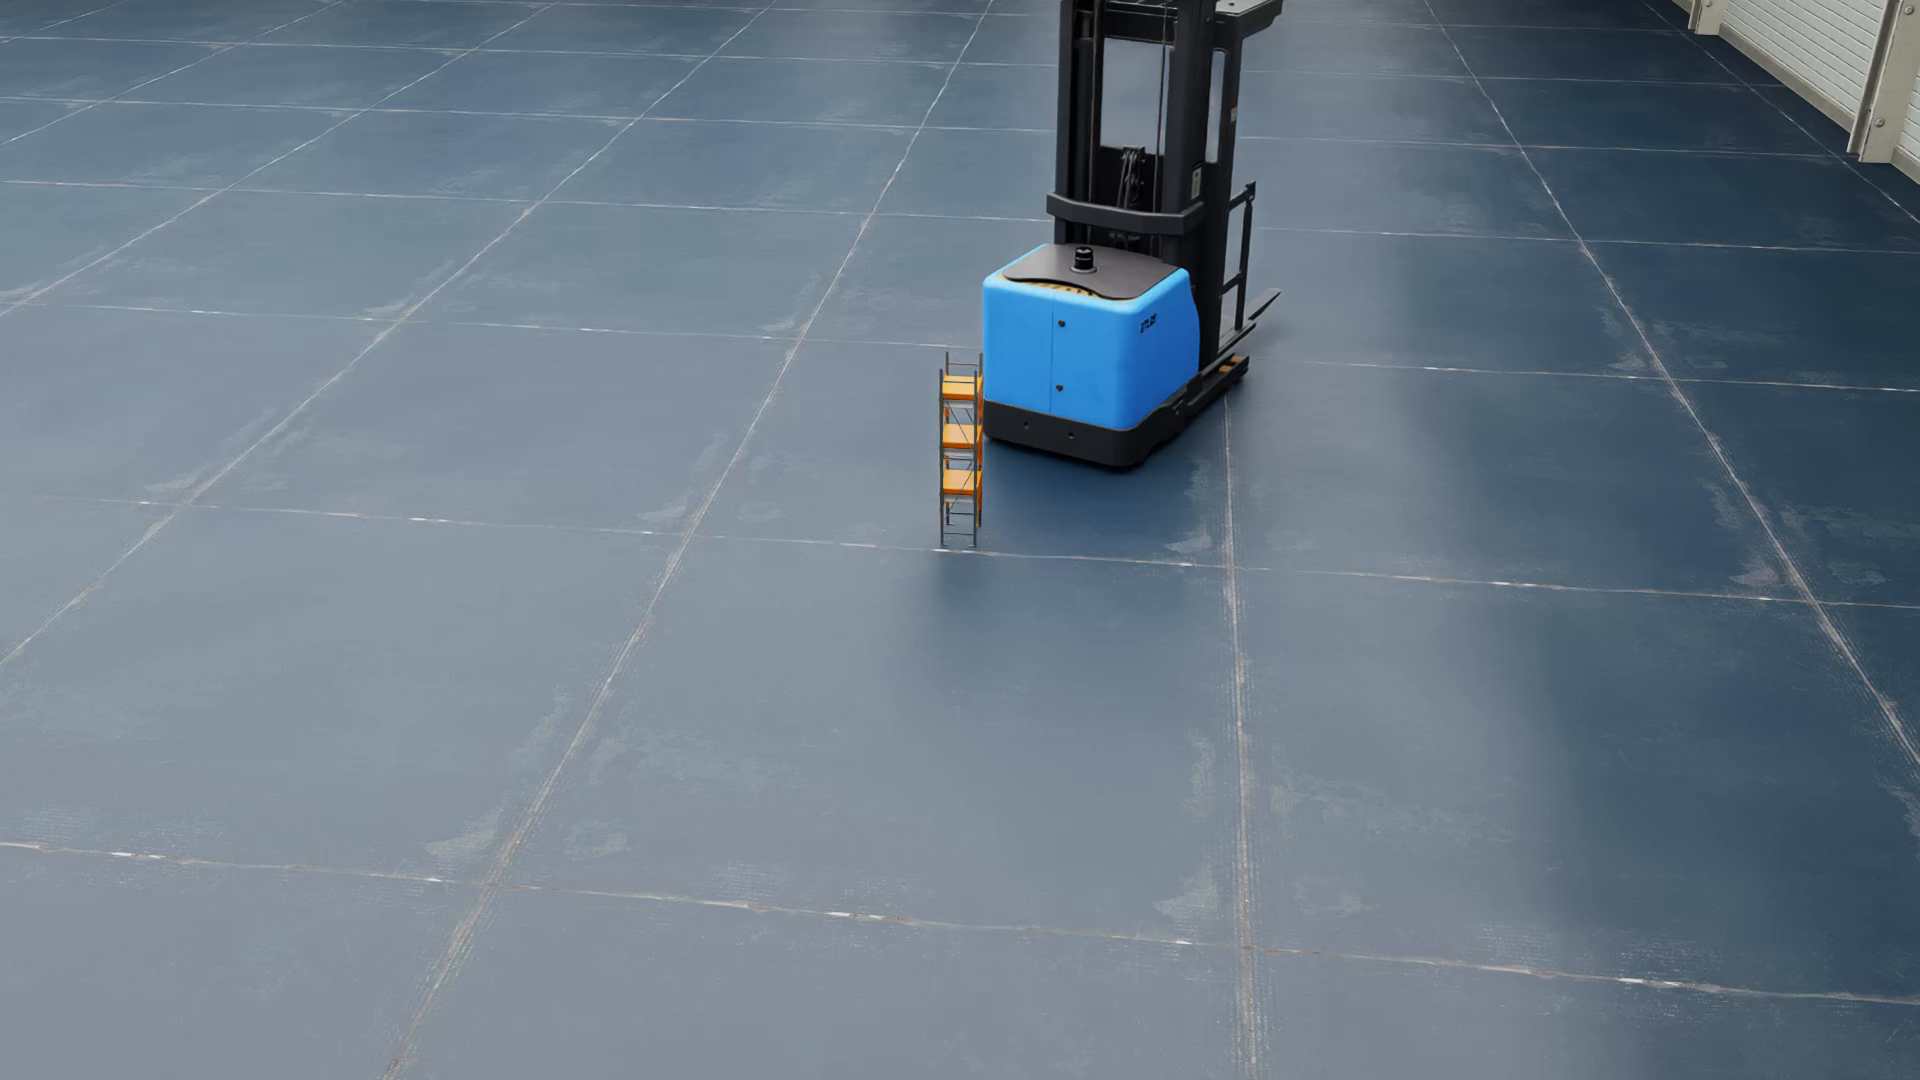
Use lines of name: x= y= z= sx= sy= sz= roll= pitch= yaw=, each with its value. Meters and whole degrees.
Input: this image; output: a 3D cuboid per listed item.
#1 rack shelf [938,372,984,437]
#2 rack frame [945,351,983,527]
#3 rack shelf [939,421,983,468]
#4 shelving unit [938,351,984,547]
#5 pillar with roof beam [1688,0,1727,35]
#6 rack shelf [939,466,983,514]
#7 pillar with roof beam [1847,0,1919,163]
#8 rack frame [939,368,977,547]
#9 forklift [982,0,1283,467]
rack shelf: x=0.007 y=-0.728 z=8.918 sx=0.215 sy=0.259 sz=0.240 roll=3 pitch=28 yaw=6
rack frame: x=0.022 y=-0.545 z=9.154 sx=0.200 sy=1.050 sz=0.008 roll=3 pitch=28 yaw=6
rack shelf: x=0.007 y=-0.478 z=9.053 sx=0.215 sy=0.259 sz=0.240 roll=3 pitch=28 yaw=6
shelving unit: x=0.007 y=-0.487 z=9.048 sx=0.215 sy=1.050 sz=0.252 roll=3 pitch=28 yaw=6
pillar with roof beam: x=5.305 y=-10.758 z=19.732 sx=9.100 sy=9.000 sz=0.400 roll=3 pitch=28 yaw=6
rack shelf: x=0.007 y=-0.233 z=9.185 sx=0.215 sy=0.259 sz=0.240 roll=3 pitch=28 yaw=6
pillar with roof beam: x=4.570 y=-7.934 z=14.489 sx=9.100 sy=9.000 sz=0.400 roll=3 pitch=28 yaw=6
rack frame: x=-0.008 y=-0.430 z=8.941 sx=0.200 sy=1.050 sz=0.008 roll=3 pitch=28 yaw=6
forklift: x=1.299 y=-2.389 z=10.594 sx=1.130 sy=2.935 sz=3.031 roll=15 pitch=32 yaw=26
